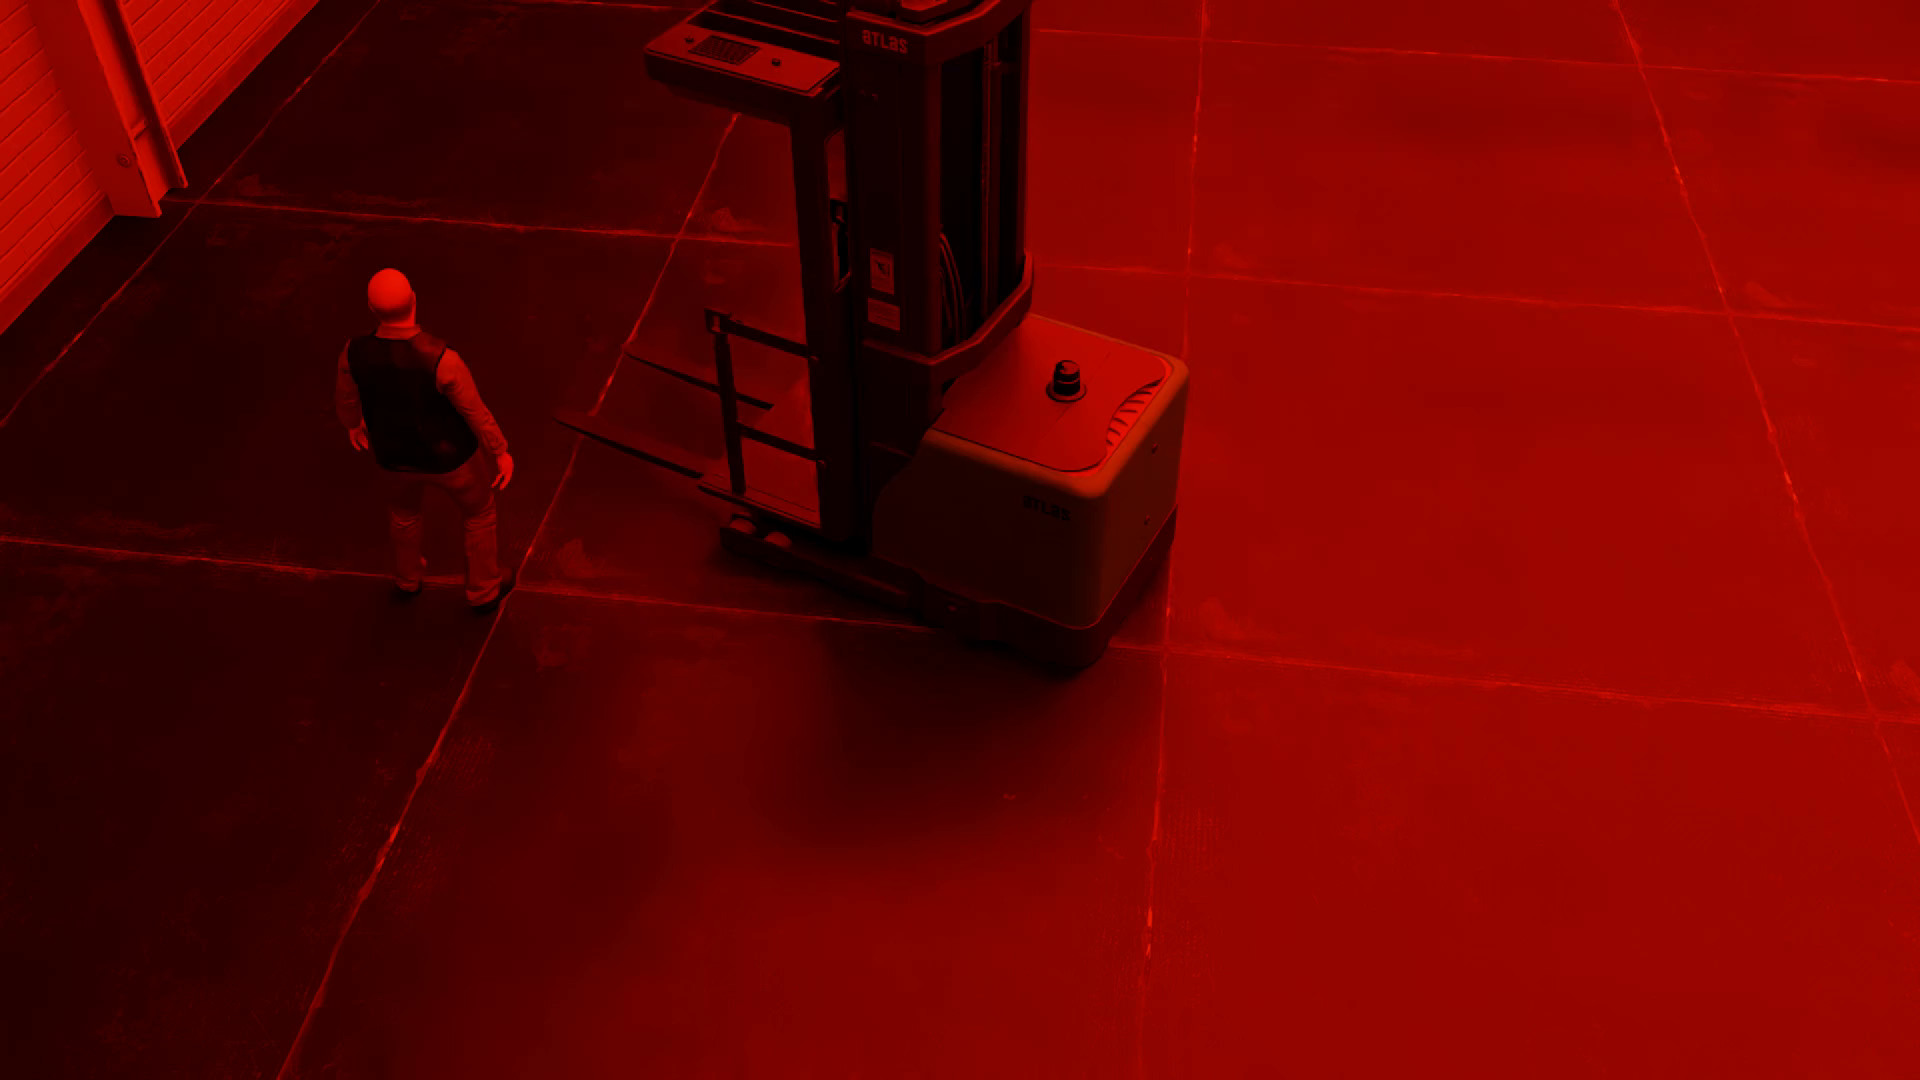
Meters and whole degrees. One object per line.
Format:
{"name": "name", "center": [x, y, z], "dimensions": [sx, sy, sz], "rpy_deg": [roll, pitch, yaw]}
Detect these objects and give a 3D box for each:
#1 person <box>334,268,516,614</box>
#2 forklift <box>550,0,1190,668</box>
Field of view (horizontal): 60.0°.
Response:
{"name": "person", "center": [-2.260, -0.402, 7.072], "dimensions": [0.736, 1.702, 0.418], "rpy_deg": [3, 43, 4]}
{"name": "forklift", "center": [-0.542, -1.247, 7.082], "dimensions": [3.031, 2.935, 1.130], "rpy_deg": [20, 46, 20]}
